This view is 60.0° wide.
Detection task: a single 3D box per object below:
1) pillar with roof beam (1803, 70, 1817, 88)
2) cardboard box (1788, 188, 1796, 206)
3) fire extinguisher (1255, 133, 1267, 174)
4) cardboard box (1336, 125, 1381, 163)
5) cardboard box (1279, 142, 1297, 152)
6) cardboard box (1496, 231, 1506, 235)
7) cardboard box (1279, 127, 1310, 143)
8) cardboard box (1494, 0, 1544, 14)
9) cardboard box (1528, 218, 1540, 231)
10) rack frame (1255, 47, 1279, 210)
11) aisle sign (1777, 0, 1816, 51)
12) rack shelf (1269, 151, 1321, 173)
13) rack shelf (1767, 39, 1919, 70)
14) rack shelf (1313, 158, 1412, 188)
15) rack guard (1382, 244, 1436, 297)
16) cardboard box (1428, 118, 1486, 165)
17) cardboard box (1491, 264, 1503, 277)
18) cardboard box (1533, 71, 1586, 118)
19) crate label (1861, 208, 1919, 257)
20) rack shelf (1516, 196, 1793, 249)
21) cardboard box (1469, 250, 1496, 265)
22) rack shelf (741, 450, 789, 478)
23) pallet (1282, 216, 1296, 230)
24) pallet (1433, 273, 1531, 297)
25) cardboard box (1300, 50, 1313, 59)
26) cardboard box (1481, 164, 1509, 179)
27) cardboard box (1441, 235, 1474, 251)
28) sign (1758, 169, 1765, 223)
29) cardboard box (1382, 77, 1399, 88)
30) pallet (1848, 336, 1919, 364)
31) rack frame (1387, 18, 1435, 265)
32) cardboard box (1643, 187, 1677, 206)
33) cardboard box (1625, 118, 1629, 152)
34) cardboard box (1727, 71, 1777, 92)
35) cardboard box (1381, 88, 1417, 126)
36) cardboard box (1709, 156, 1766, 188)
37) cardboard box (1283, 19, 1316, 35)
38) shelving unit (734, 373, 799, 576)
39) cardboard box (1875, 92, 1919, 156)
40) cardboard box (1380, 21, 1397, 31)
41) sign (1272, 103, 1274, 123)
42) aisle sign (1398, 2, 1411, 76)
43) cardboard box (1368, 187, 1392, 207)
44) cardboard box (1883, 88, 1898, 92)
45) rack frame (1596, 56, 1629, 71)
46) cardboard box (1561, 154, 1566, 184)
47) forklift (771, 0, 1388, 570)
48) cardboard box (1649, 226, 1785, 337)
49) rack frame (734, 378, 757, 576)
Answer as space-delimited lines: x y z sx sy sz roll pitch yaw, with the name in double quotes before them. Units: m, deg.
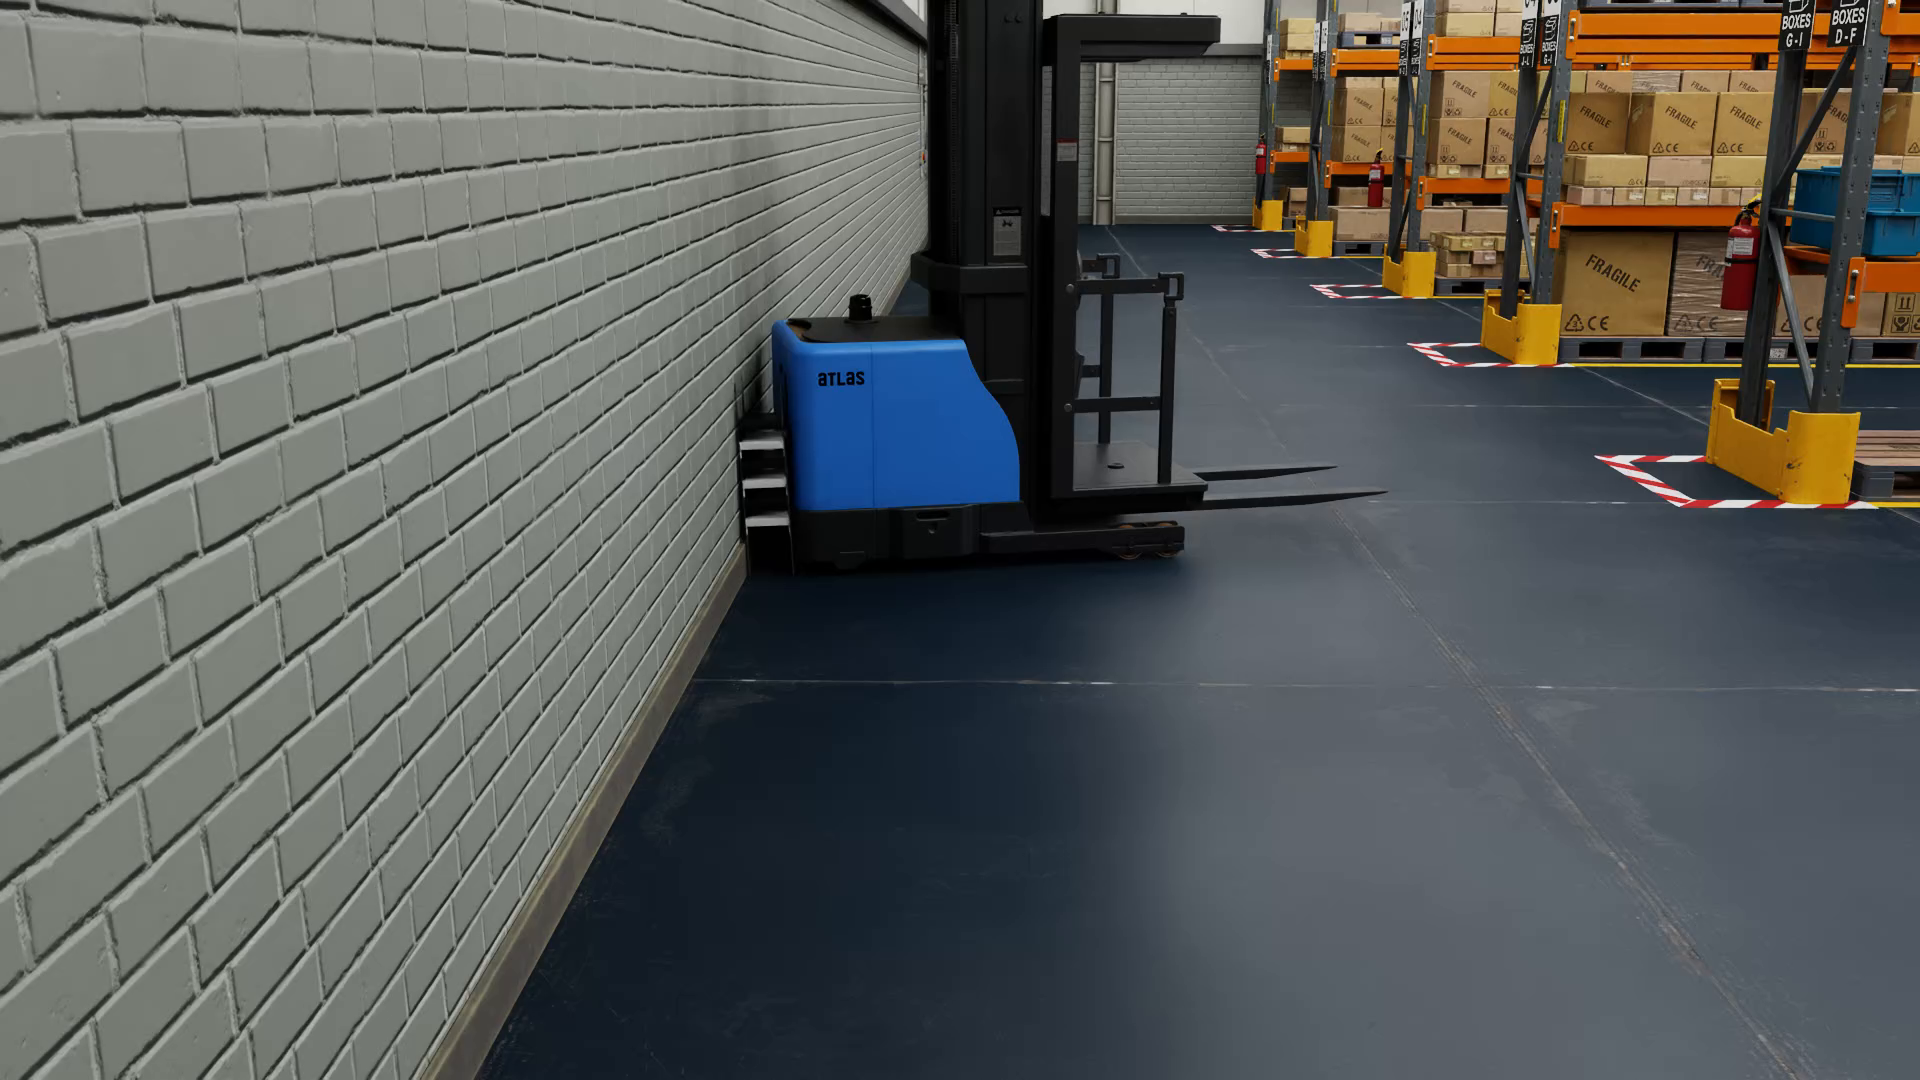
"pillar with roof beam" 14.453 -8.825 24.148 0.400 9.000 9.100 0 15 1
"cardboard box" 6.747 -2.842 13.723 0.250 0.149 0.380 0 15 0
"fire extinguisher" 5.080 -6.518 28.047 0.183 0.674 0.296 0 15 1
"cardboard box" 5.588 -5.559 23.333 0.500 0.500 0.500 0 15 1
"cardboard box" 5.560 -6.659 28.191 0.250 0.149 0.380 0 15 1
"cardboard box" 6.395 -3.494 19.301 0.250 0.149 0.380 0 15 -1
"cardboard box" 5.686 -6.852 28.142 0.500 0.250 0.500 0 15 2
"cardboard box" 6.044 -5.871 18.146 0.500 0.250 0.500 0 15 1
"cardboard box" 8.490 -4.556 23.928 0.875 0.438 0.875 0 15 1
"rack frame" 5.239 -6.852 28.433 0.127 3.000 1.000 0 15 1
"aisle sign" 4.672 -3.128 9.222 0.004 0.787 0.394 0 15 1
"rack shelf" 7.238 -6.492 28.475 4.000 0.370 1.077 0 15 1
"rack shelf" 11.088 -5.387 18.408 4.000 0.370 1.077 0 15 1
"rack shelf" 7.115 -5.226 23.677 4.000 0.370 1.077 0 15 1
"rack guard" 5.166 -3.114 19.165 0.348 0.500 1.175 0 15 1
"cardboard box" 5.532 -4.442 18.519 0.500 0.500 0.500 1 15 4
"cardboard box" 6.118 -3.082 18.908 0.250 0.149 0.380 1 15 2
"cardboard box" 6.556 -4.918 18.361 0.500 0.500 0.500 0 15 0
"crate label" 4.975 -1.659 8.958 0.303 0.233 0.416 0 15 1
"rack shelf" 6.862 -2.698 14.098 4.000 0.370 1.077 0 15 1
"cardboard box" 5.880 -3.207 18.797 0.250 0.149 0.380 0 15 1
"rack shelf" -0.894 -0.356 7.684 0.200 0.077 0.258 -2 15 1
"pallet" 6.112 -5.499 28.768 1.213 0.211 1.003 0 15 1
"pallet" 5.978 -2.960 19.147 1.213 0.211 1.003 0 15 1
"cardboard box" 5.814 -8.125 27.868 0.250 0.149 0.380 1 15 2
"cardboard box" 5.929 -4.110 18.530 0.250 0.149 0.380 0 15 0
"cardboard box" 5.605 -3.346 18.740 0.250 0.149 0.380 0 15 -1
"sign" 4.734 -2.016 9.780 0.005 0.325 0.100 0 15 1
"cardboard box" 5.984 -6.345 23.080 0.250 0.149 0.380 1 15 3
"pallet" 8.103 -1.710 14.407 1.213 0.211 1.003 0 15 1
"rack frame" 5.090 -4.324 18.848 0.127 3.000 1.000 0 15 1
"cardboard box" 5.722 -2.849 13.749 0.250 0.149 0.380 0 15 0
"cardboard box" 7.582 -4.428 18.464 0.500 0.500 0.500 0 15 1
"cardboard box" 8.612 -4.907 18.321 0.500 0.500 0.500 0 15 -1
"cardboard box" 6.105 -6.041 23.201 0.500 0.500 0.500 0 15 0
"cardboard box" 6.358 -3.053 13.742 0.500 0.250 0.500 0 15 0
"cardboard box" 5.676 -8.549 27.714 0.500 0.250 0.500 0 15 1
"shelving unit" -0.891 -0.301 7.698 0.210 0.900 0.258 -2 15 1
"cardboard box" 7.894 -3.406 13.612 0.500 0.500 0.500 1 15 2
"cardboard box" 5.989 -7.205 23.361 0.250 0.149 0.380 -1 15 -3
"sign" 5.225 -7.133 27.798 0.005 0.325 0.100 0 15 1
"aisle sign" 5.025 -5.658 18.808 0.004 0.787 0.394 0 15 1
"cardboard box" 7.227 -5.774 28.423 0.500 0.500 0.500 1 15 2
"cardboard box" 12.590 -6.003 23.057 0.500 0.500 0.500 0 15 0
"rack frame" 9.114 -5.561 23.536 0.127 3.000 1.000 0 15 1
"cardboard box" 5.354 -3.195 14.281 0.500 0.250 0.500 0 15 1
"forklift" 0.616 -1.451 8.093 3.031 2.935 1.130 -3 15 -12
"cardboard box" 6.414 -2.245 14.312 0.875 0.875 0.875 0 15 1
"rack frame" -0.993 -0.298 7.701 0.006 0.900 0.240 -2 15 1
